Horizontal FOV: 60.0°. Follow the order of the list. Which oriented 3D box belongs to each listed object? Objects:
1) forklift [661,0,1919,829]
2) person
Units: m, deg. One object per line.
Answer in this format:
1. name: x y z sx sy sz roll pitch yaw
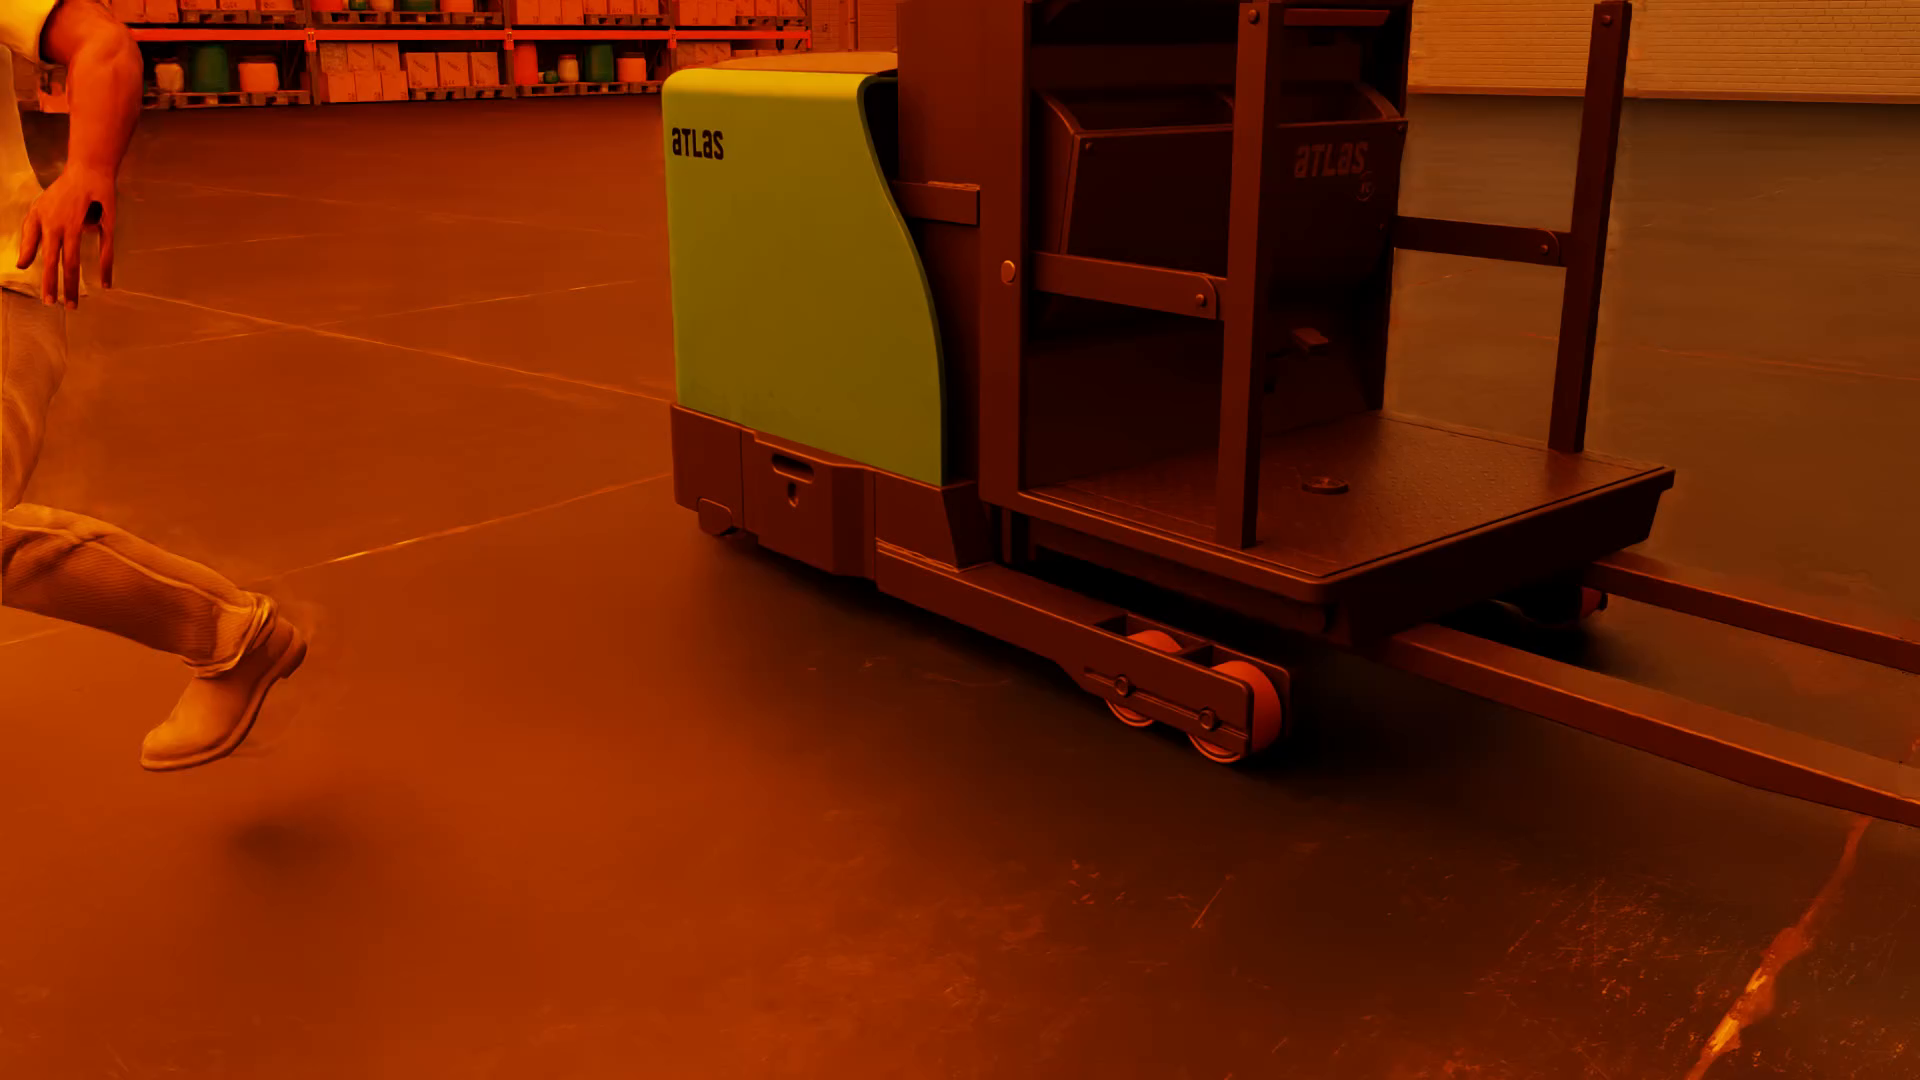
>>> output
1. forklift: 0.647 -1.201 2.852 1.130 2.935 3.031 -14 22 -38
2. person: -1.655 -0.369 2.494 1.214 1.654 0.516 7 18 22
